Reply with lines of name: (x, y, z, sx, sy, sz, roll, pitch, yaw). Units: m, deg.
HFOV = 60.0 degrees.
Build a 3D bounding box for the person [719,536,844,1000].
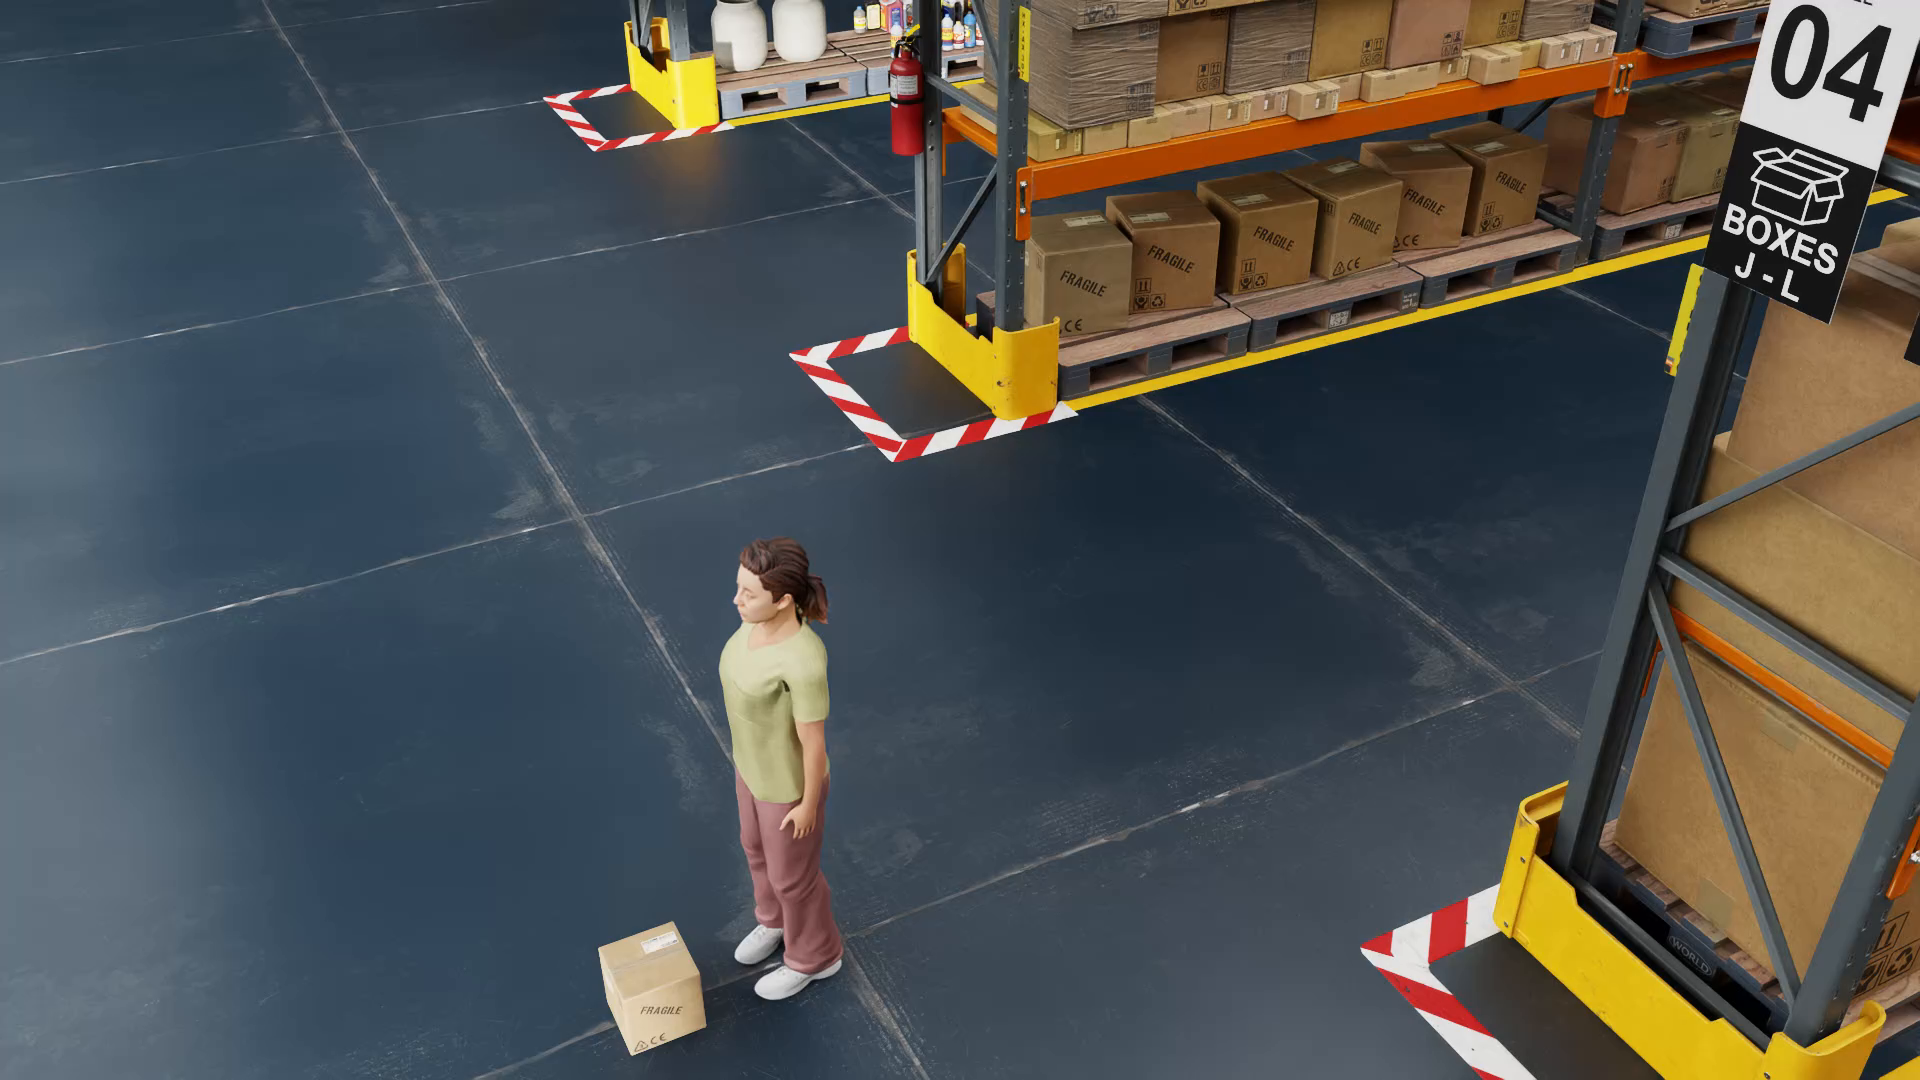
person: (-0.540, 0.708, 5.063, 0.369, 1.671, 0.444, -15, 36, -22)
